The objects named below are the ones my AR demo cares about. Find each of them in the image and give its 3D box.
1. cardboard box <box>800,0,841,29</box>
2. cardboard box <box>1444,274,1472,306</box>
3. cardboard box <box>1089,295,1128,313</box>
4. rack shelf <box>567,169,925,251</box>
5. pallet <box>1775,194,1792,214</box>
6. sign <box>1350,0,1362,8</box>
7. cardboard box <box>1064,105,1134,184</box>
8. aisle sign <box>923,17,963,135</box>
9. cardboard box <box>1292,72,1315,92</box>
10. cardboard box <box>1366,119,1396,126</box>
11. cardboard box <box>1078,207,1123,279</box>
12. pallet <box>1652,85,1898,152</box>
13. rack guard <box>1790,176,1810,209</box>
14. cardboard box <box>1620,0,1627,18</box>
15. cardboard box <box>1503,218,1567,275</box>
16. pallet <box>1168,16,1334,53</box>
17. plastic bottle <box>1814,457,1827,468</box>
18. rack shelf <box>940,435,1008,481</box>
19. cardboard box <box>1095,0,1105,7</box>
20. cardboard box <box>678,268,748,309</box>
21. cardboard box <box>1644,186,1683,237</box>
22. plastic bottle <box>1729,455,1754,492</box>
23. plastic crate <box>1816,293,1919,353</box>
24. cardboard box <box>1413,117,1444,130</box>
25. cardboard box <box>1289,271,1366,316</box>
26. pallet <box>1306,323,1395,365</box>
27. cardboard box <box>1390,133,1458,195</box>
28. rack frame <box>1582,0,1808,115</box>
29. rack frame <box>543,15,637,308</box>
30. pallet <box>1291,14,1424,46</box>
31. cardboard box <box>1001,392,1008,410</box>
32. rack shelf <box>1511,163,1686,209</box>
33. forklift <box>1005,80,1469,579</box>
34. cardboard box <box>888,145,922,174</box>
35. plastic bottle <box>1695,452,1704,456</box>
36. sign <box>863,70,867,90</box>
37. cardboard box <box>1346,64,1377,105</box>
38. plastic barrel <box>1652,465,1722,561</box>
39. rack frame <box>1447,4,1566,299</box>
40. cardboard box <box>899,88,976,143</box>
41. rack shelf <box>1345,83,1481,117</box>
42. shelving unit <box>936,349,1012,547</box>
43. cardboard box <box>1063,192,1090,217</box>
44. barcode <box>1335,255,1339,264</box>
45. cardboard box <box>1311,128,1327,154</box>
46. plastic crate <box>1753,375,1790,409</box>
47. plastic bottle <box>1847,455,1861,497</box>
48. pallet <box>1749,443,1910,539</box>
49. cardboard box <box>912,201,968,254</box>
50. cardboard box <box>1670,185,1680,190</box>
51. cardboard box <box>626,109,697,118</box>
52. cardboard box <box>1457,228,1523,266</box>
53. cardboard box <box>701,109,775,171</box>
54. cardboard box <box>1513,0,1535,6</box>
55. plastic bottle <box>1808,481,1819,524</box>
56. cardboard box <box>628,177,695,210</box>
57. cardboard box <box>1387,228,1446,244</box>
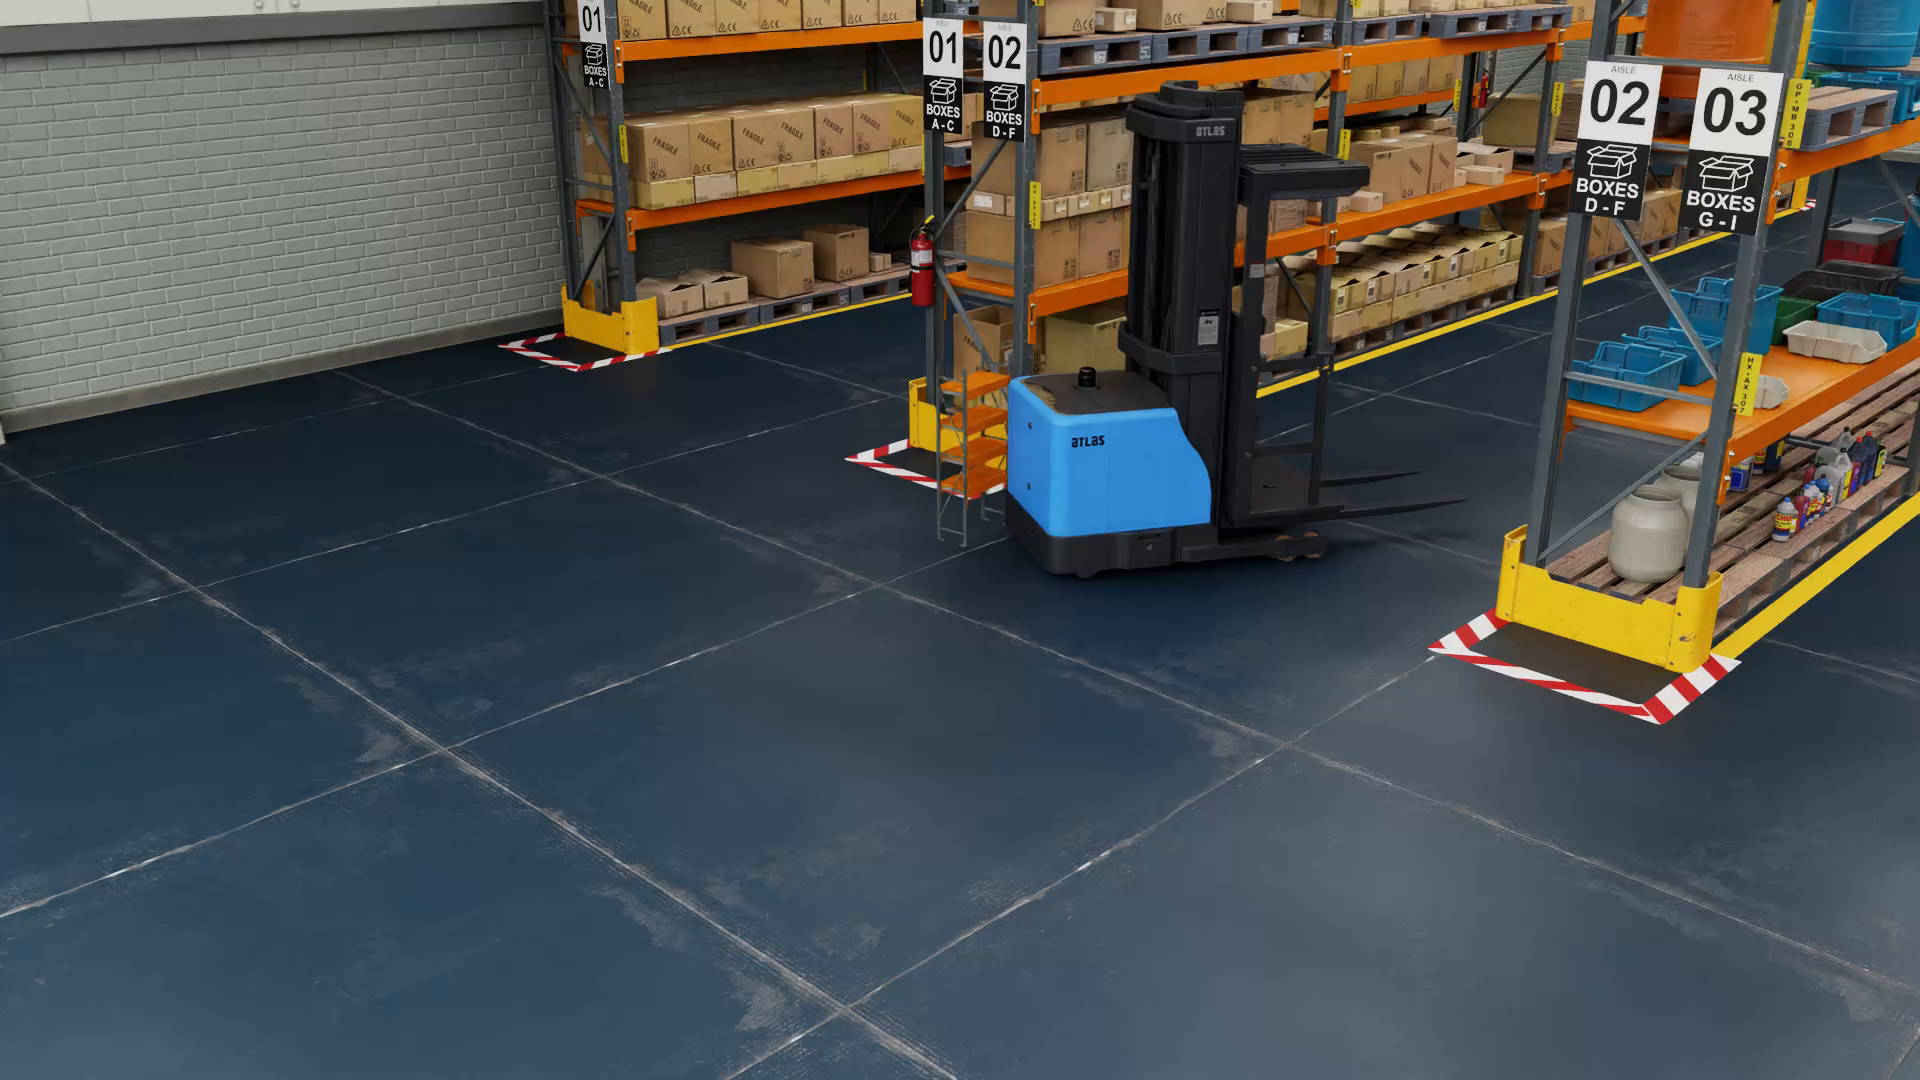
[{"bbox_3d":[-1.523,-5.308,16.356,0.500,0.500,0.500,18,27,39],"label":"cardboard box"},{"bbox_3d":[4.813,-2.566,16.818,0.500,0.250,0.500,-19,28,-41],"label":"cardboard box"},{"bbox_3d":[1.355,-1.661,13.417,0.500,0.500,0.500,19,28,41],"label":"cardboard box"},{"bbox_3d":[-2.022,-3.473,16.931,1.077,0.370,4.000,19,28,41],"label":"rack shelf"},{"bbox_3d":[10.688,-4.642,22.858,1.003,0.211,1.213,19,28,41],"label":"pallet"},{"bbox_3d":[3.324,-4.624,13.911,0.100,0.325,0.005,19,28,41],"label":"sign"},{"bbox_3d":[1.220,-3.105,13.023,0.700,0.500,0.500,19,28,41],"label":"cardboard box"},{"bbox_3d":[-0.122,-3.326,11.923,0.394,0.787,0.004,19,28,41],"label":"aisle sign"},{"bbox_3d":[4.464,-6.259,22.595,0.500,0.500,0.500,20,28,41],"label":"cardboard box"},{"bbox_3d":[6.389,-6.290,25.254,0.380,0.149,0.250,20,28,41],"label":"cardboard box"},{"bbox_3d":[0.832,-2.355,12.882,0.500,0.500,0.700,-19,28,-41],"label":"cardboard box"},{"bbox_3d":[4.328,-2.315,8.999,1.003,0.211,1.213,19,28,41],"label":"pallet"},{"bbox_3d":[11.243,-4.982,23.340,1.175,0.500,0.348,19,28,41],"label":"rack guard"},{"bbox_3d":[6.714,-5.944,18.038,0.910,0.500,0.500,19,28,41],"label":"cardboard box"},{"bbox_3d":[6.238,-3.196,18.080,0.500,0.500,0.500,-19,28,-40],"label":"cardboard box"},{"bbox_3d":[2.349,-4.217,13.807,1.003,0.211,1.213,19,28,41],"label":"pallet"},{"bbox_3d":[5.778,-0.430,11.184,0.061,0.283,0.133,19,28,41],"label":"plastic bottle"},{"bbox_3d":[0.095,-0.549,11.017,0.258,0.148,0.480,15,26,35],"label":"rack shelf"},{"bbox_3d":[0.749,-4.009,12.572,0.500,0.250,0.500,19,28,41],"label":"cardboard box"},{"bbox_3d":[-2.472,-2.547,16.654,0.500,0.311,0.500,-17,27,-38],"label":"cardboard box"},{"bbox_3d":[8.367,-3.980,20.120,0.500,0.500,0.500,19,28,40],"label":"cardboard box"},{"bbox_3d":[5.306,-0.485,11.339,0.152,0.276,0.135,19,28,41],"label":"plastic bottle"},{"bbox_3d":[5.894,-1.421,10.799,0.499,0.251,0.616,19,28,41],"label":"plastic crate"},{"bbox_3d":[7.191,-6.390,25.513,0.250,0.149,0.380,-19,28,-41],"label":"cardboard box"},{"bbox_3d":[3.392,-2.302,15.348,0.500,0.311,0.500,19,28,41],"label":"cardboard box"},{"bbox_3d":[3.411,-1.981,15.935,1.003,0.211,1.213,19,28,41],"label":"pallet"},{"bbox_3d":[4.557,-3.723,16.441,0.500,0.500,0.500,17,27,38],"label":"cardboard box"},{"bbox_3d":[3.681,-3.615,7.937,1.000,3.000,0.127,19,28,41],"label":"rack frame"},{"bbox_3d":[-3.417,-3.294,15.465,1.000,3.000,0.127,19,28,41],"label":"rack frame"},{"bbox_3d":[3.531,-4.625,15.011,0.805,0.209,1.217,18,27,39],"label":"pallet"},{"bbox_3d":[0.668,-1.050,12.873,0.500,0.250,0.500,19,28,41],"label":"cardboard box"},{"bbox_3d":[7.111,-4.290,19.059,1.077,0.370,4.000,19,28,41],"label":"rack shelf"},{"bbox_3d":[1.876,-1.406,10.648,3.031,2.935,1.130,-6,22,-14],"label":"forklift"},{"bbox_3d":[-0.740,-4.064,17.649,0.500,0.250,0.500,19,28,41],"label":"cardboard box"},{"bbox_3d":[5.053,-0.503,11.281,0.185,0.351,0.144,-19,28,-40],"label":"plastic bottle"},{"bbox_3d":[-1.027,-5.001,18.291,0.100,0.325,0.005,19,28,41],"label":"sign"},{"bbox_3d":[5.344,-6.654,23.789,0.700,0.700,0.980,-20,28,-41],"label":"cardboard box"},{"bbox_3d":[4.435,-0.167,10.210,0.421,0.512,0.421,0,21,0],"label":"plastic barrel"},{"bbox_3d":[5.715,-4.112,17.592,1.000,3.000,0.127,19,28,41],"label":"rack frame"},{"bbox_3d":[-0.247,-4.697,18.361,0.700,0.500,0.500,19,28,41],"label":"cardboard box"},{"bbox_3d":[6.349,-6.557,24.957,1.077,0.370,4.000,19,28,41],"label":"rack shelf"},{"bbox_3d":[0.094,-0.612,10.993,0.258,1.200,0.503,15,26,35],"label":"shelving unit"},{"bbox_3d":[0.745,-2.521,12.408,0.380,0.149,0.250,18,28,39],"label":"cardboard box"},{"bbox_3d":[3.401,-2.532,15.014,0.001,0.075,0.075,19,28,41],"label":"barcode"},{"bbox_3d":[4.594,-5.372,23.281,0.750,0.750,0.750,20,28,41],"label":"cardboard box"},{"bbox_3d":[4.536,-0.841,9.450,0.298,0.136,0.250,19,28,41],"label":"plastic crate"},{"bbox_3d":[6.011,-0.441,11.214,0.133,0.283,0.061,-18,27,-39],"label":"plastic bottle"},{"bbox_3d":[5.973,-0.379,11.767,1.003,0.211,1.213,19,28,41],"label":"pallet"},{"bbox_3d":[-0.125,-3.555,19.013,0.500,0.500,0.700,-19,28,-40],"label":"cardboard box"},{"bbox_3d":[9.223,-4.501,21.738,0.500,0.311,0.500,19,28,41],"label":"cardboard box"},{"bbox_3d":[-2.882,-3.885,16.138,0.500,0.500,0.500,-20,29,-41],"label":"cardboard box"},{"bbox_3d":[5.526,-3.090,17.399,0.500,0.311,0.500,-19,28,-41],"label":"cardboard box"},{"bbox_3d":[-2.152,-3.887,16.143,0.500,0.500,0.500,18,27,39],"label":"cardboard box"},{"bbox_3d":[5.439,-5.507,16.665,0.500,0.250,0.500,17,27,37],"label":"cardboard box"},{"bbox_3d":[5.478,-0.249,10.730,0.097,0.271,0.097,0,21,0],"label":"plastic bottle"},{"bbox_3d":[-2.849,-3.280,15.608,0.500,0.250,0.500,18,28,39],"label":"cardboard box"},{"bbox_3d":[4.779,-3.088,17.393,0.500,0.311,0.500,18,28,39],"label":"cardboard box"}]
